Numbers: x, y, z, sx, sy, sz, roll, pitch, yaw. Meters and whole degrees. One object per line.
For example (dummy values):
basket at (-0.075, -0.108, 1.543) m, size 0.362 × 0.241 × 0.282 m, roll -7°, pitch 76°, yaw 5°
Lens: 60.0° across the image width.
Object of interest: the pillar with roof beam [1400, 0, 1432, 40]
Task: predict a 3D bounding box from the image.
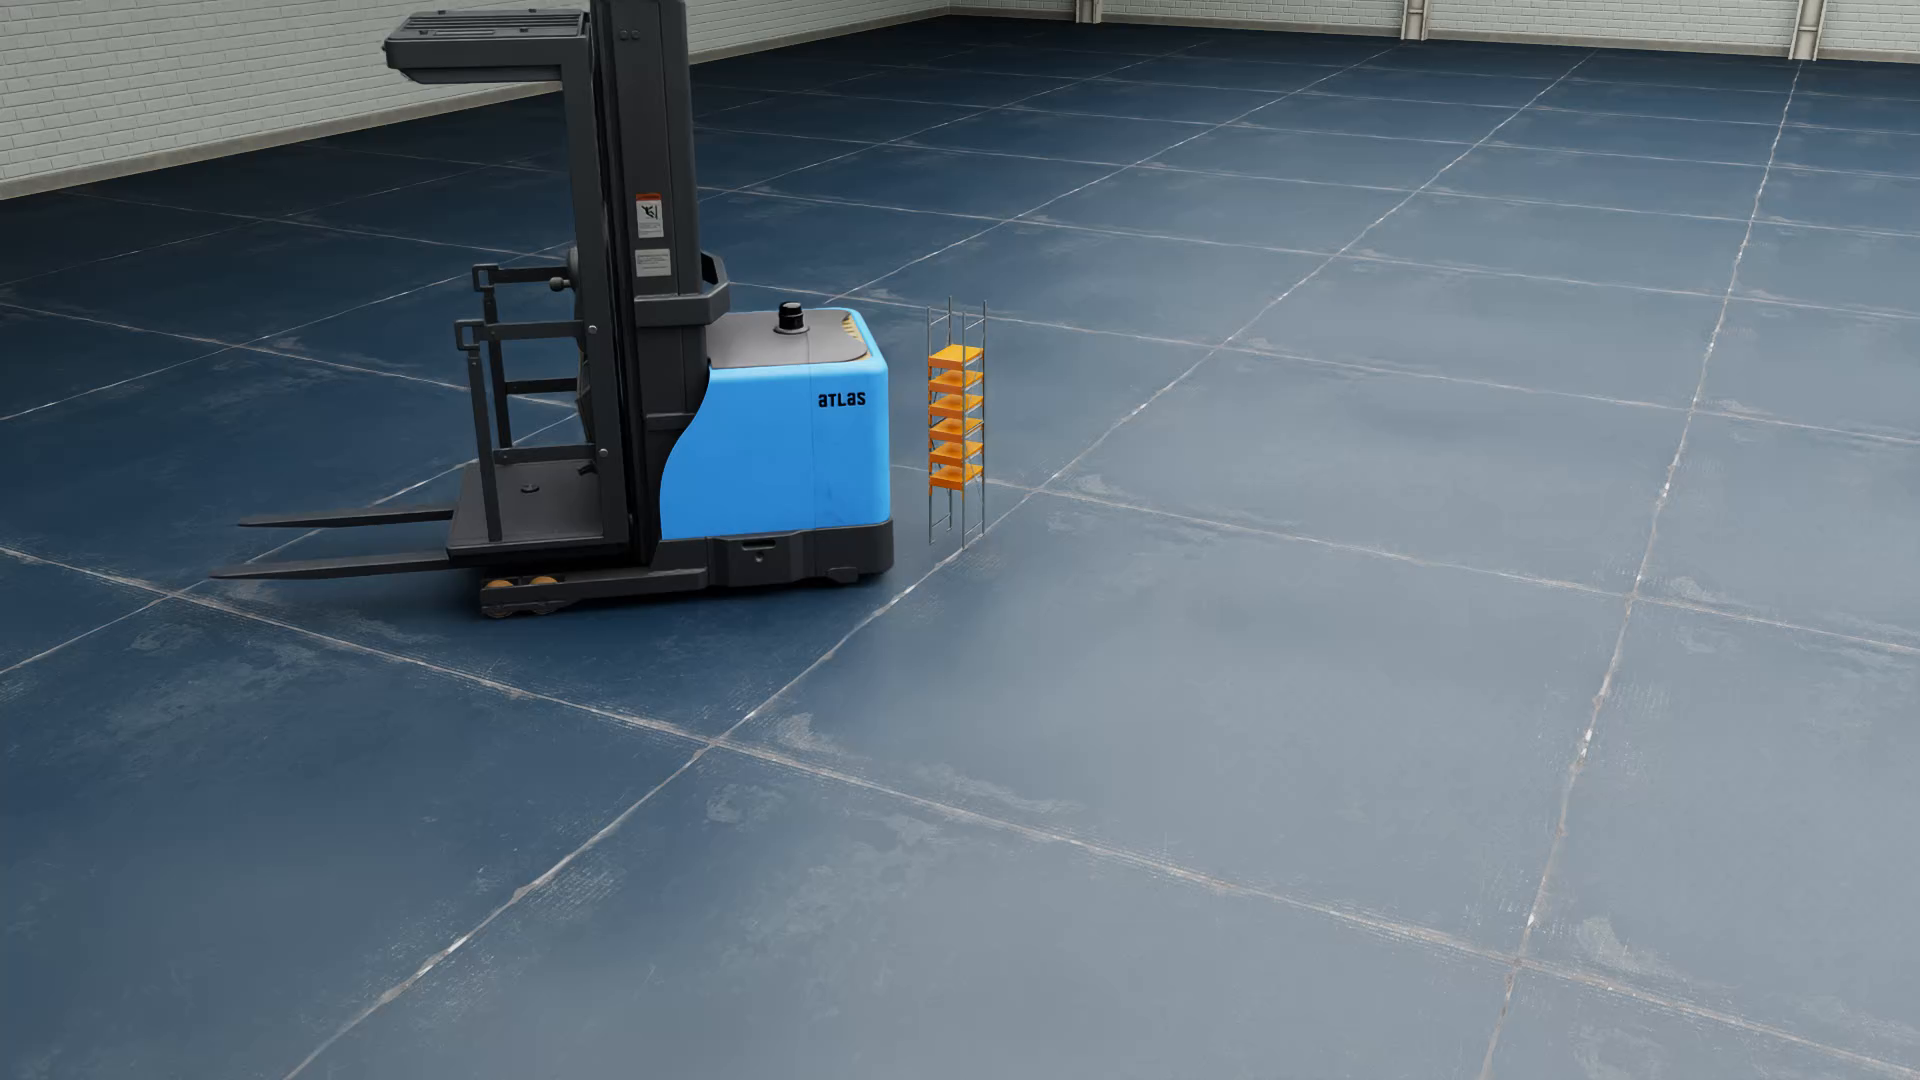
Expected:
pillar with roof beam at (5.797, -11.179, 23.039) m, size 0.400 × 9.000 × 9.100 m, roll 11°, pitch 25°, yaw 25°

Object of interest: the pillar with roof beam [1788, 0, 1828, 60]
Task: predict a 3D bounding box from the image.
pillar with roof beam at (11.151, -10.120, 20.547) m, size 0.400 × 9.000 × 9.100 m, roll 11°, pitch 25°, yaw 25°

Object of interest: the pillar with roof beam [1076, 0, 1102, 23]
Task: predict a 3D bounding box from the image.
pillar with roof beam at (0.442, -12.239, 25.530) m, size 0.400 × 9.000 × 9.100 m, roll 11°, pitch 25°, yaw 25°

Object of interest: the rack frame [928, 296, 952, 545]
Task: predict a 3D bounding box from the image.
rack frame at (-0.095, -0.571, 8.059) m, size 0.006 × 1.200 × 0.240 m, roll 11°, pitch 25°, yaw 25°

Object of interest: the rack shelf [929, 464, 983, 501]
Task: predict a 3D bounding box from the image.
rack shelf at (-0.013, -0.293, 8.133) m, size 0.180 × 0.103 × 0.258 m, roll 11°, pitch 25°, yaw 25°

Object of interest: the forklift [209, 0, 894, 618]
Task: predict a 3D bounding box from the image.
forklift at (-1.879, -1.225, 7.386) m, size 3.031 × 2.935 × 1.130 m, roll -4°, pitch 23°, yaw -10°

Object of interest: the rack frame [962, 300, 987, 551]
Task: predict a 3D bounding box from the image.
rack frame at (0.069, -0.539, 7.983) m, size 0.006 × 1.200 × 0.240 m, roll 11°, pitch 25°, yaw 25°

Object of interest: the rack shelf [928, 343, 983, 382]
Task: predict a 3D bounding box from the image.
rack shelf at (-0.013, -0.845, 7.898) m, size 0.180 × 0.103 × 0.258 m, roll 11°, pitch 25°, yaw 25°

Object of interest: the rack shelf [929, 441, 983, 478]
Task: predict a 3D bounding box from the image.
rack shelf at (-0.013, -0.403, 8.086) m, size 0.180 × 0.103 × 0.258 m, roll 11°, pitch 25°, yaw 25°

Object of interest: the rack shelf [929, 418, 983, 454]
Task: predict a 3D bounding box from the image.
rack shelf at (-0.013, -0.514, 8.039) m, size 0.180 × 0.103 × 0.258 m, roll 11°, pitch 25°, yaw 25°

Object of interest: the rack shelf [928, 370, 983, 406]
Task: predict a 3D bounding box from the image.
rack shelf at (-0.013, -0.735, 7.945) m, size 0.180 × 0.103 × 0.258 m, roll 11°, pitch 25°, yaw 25°

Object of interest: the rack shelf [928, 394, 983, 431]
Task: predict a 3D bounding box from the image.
rack shelf at (-0.013, -0.624, 7.992) m, size 0.180 × 0.103 × 0.258 m, roll 11°, pitch 25°, yaw 25°

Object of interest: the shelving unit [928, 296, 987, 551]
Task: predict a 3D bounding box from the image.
shelving unit at (-0.013, -0.555, 8.021) m, size 0.189 × 1.200 × 0.258 m, roll 11°, pitch 25°, yaw 25°
